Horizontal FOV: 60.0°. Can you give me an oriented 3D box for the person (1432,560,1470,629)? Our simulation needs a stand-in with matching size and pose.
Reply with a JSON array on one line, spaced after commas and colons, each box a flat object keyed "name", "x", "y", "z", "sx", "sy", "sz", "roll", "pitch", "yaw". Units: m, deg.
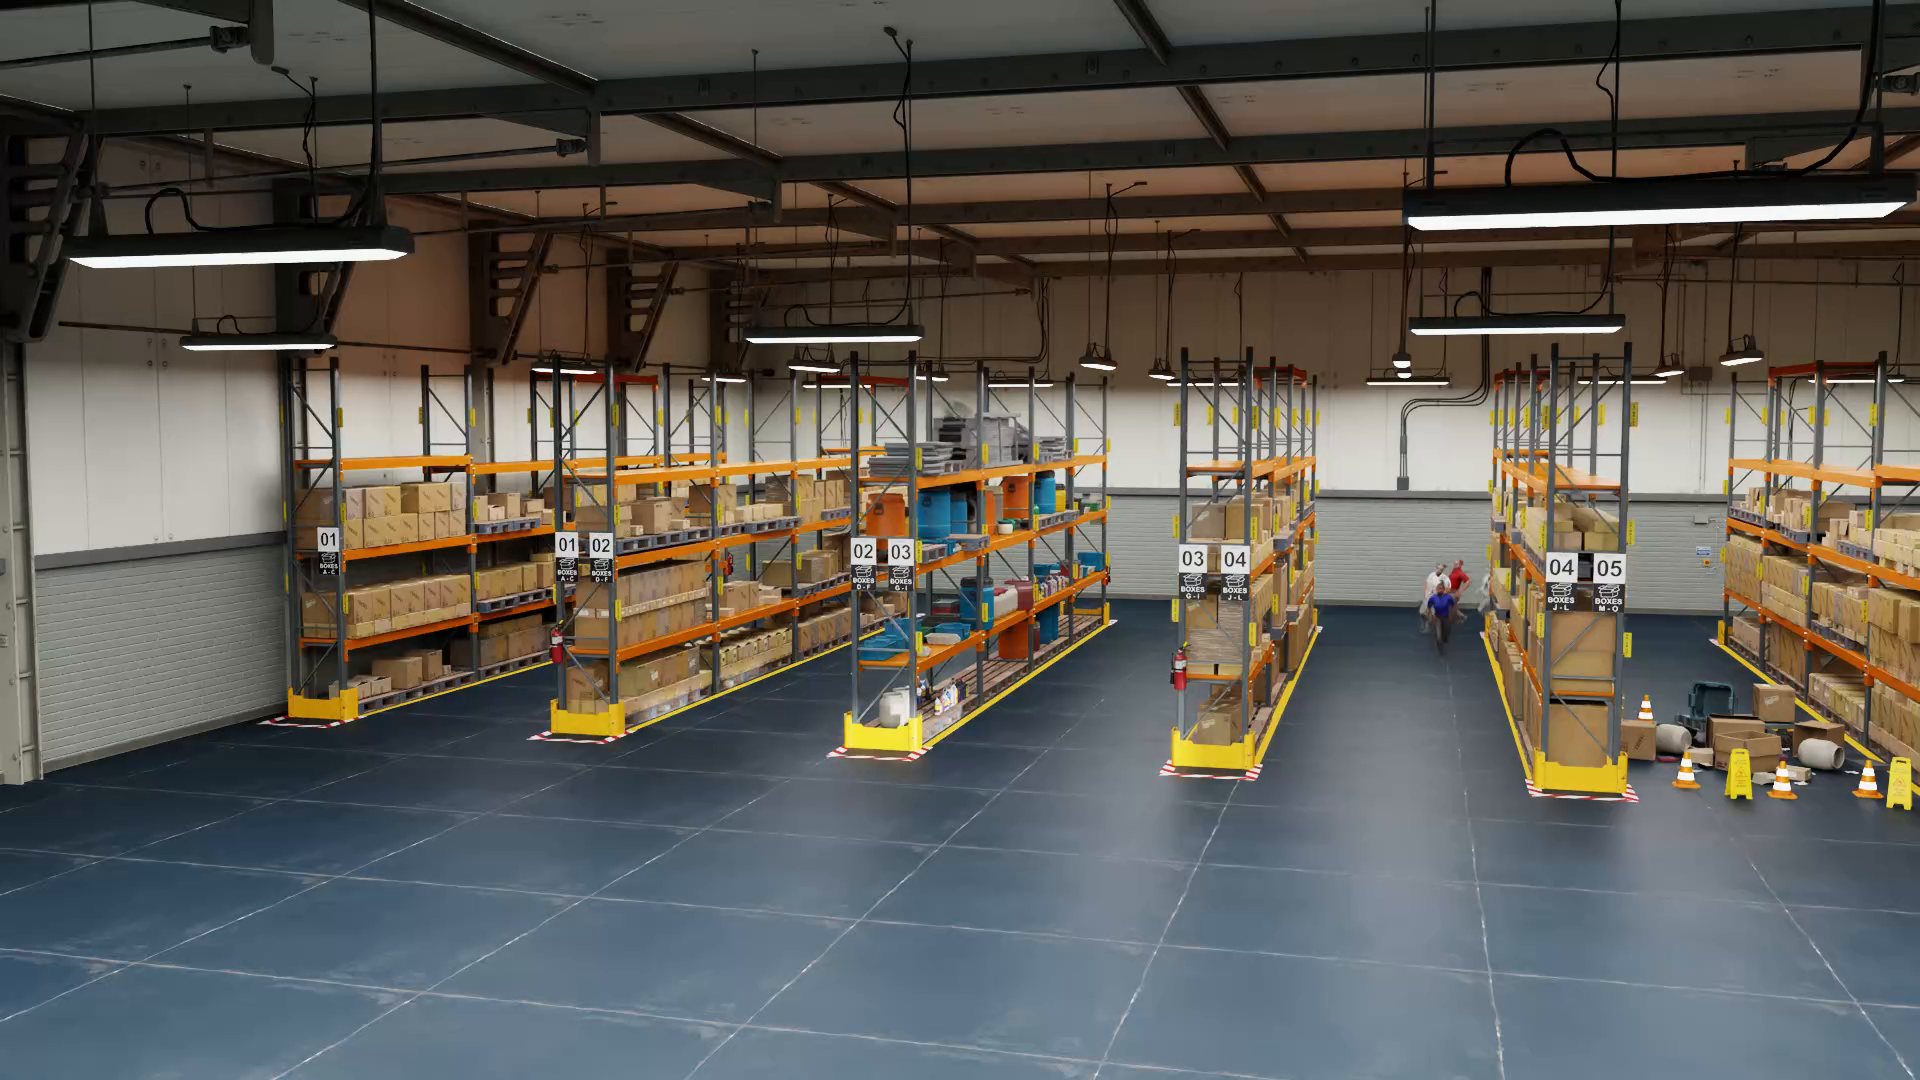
[{"name": "person", "x": 11.608, "y": 1.291, "z": 39.181, "sx": 0.860, "sy": 1.676, "sz": 0.728, "roll": 0, "pitch": 4, "yaw": 1}]

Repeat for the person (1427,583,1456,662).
[{"name": "person", "x": 9.951, "y": 1.693, "z": 34.467, "sx": 0.556, "sy": 1.604, "sz": 0.793, "roll": 1, "pitch": 4, "yaw": 11}]

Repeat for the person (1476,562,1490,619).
[{"name": "person", "x": 12.381, "y": 1.321, "z": 38.863, "sx": 0.596, "sy": 1.647, "sz": 0.676, "roll": 0, "pitch": 4, "yaw": -2}]

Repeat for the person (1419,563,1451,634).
[{"name": "person", "x": 10.915, "y": 1.344, "z": 38.340, "sx": 0.779, "sy": 1.678, "sz": 0.562, "roll": 3, "pitch": 5, "yaw": 38}]
